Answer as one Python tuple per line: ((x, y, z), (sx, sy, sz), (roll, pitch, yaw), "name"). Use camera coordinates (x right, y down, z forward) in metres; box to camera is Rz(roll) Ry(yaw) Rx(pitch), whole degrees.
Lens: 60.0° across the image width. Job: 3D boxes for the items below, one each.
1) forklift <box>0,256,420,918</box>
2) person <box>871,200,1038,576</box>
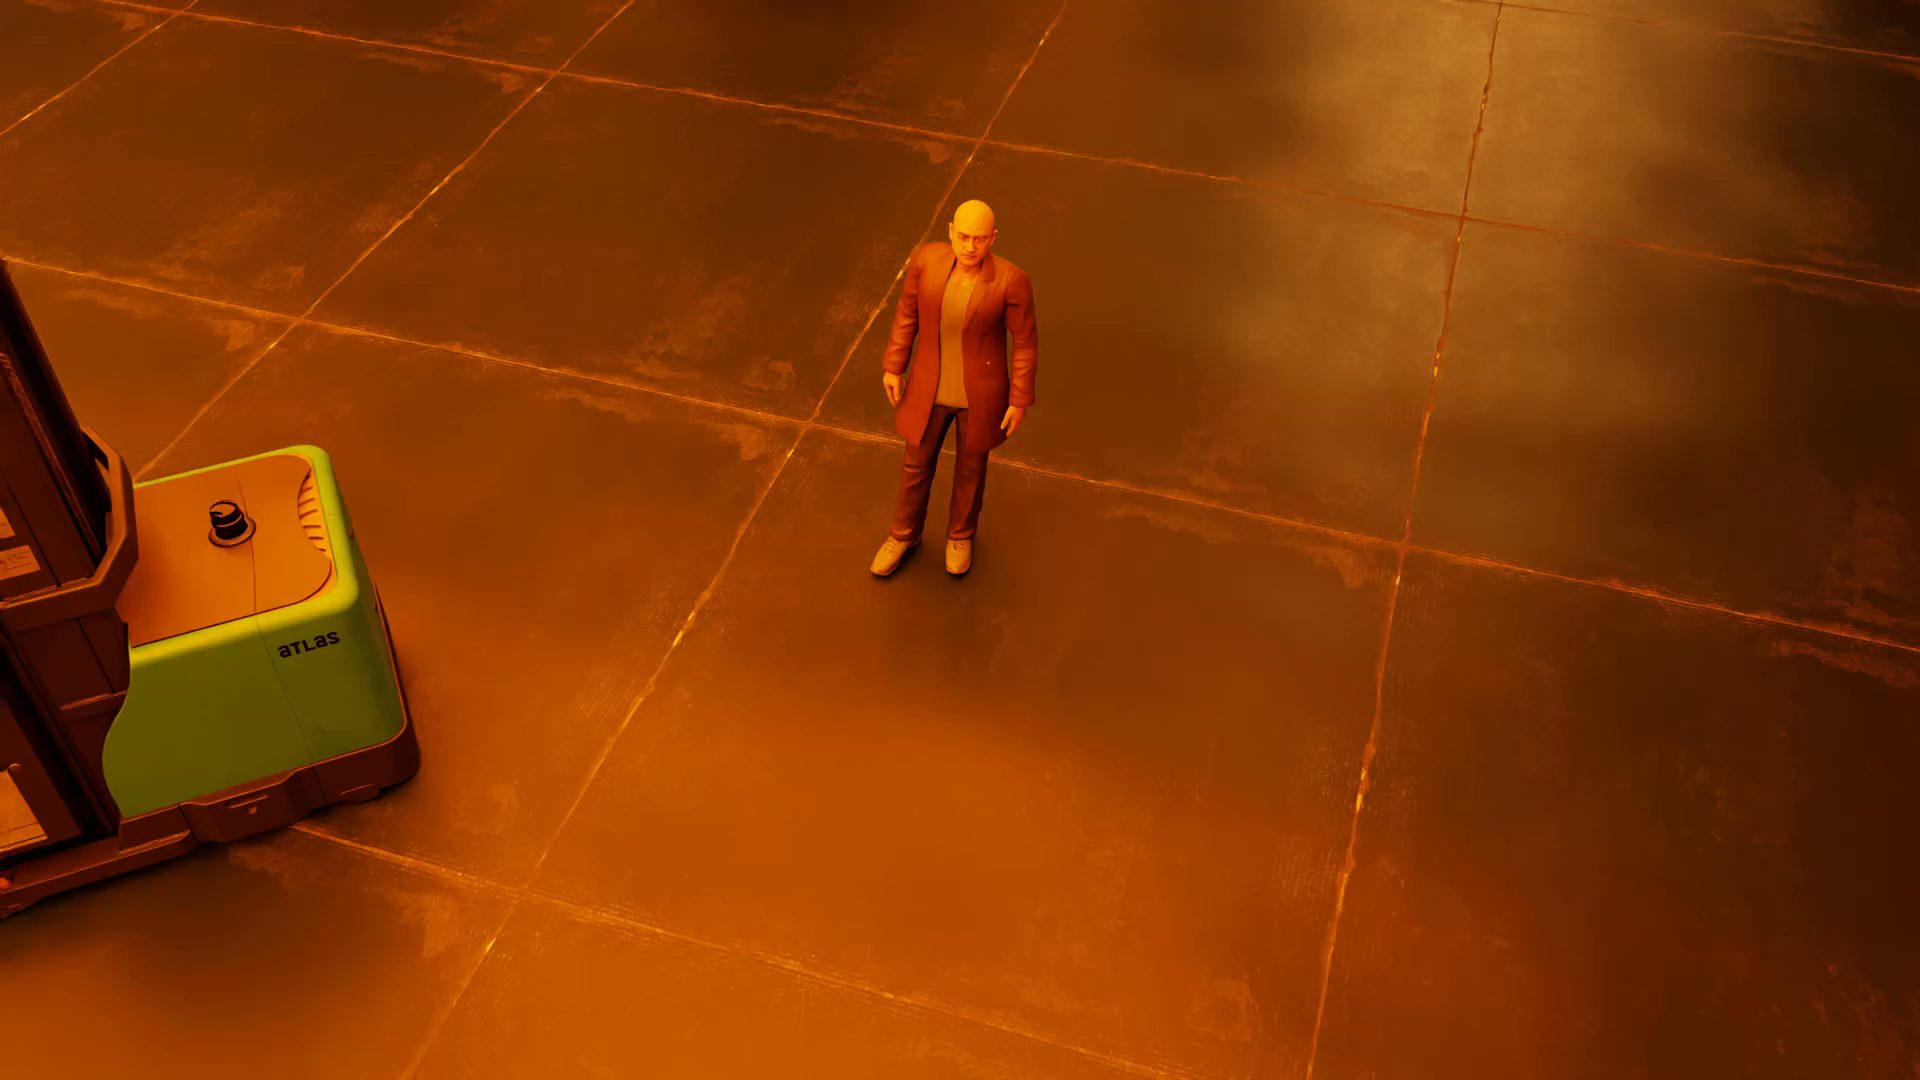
((-3.761, 0.004, 5.685), (3.031, 2.935, 1.130), (-16, 45, -17), "forklift")
((-0.032, -0.597, 7.167), (0.696, 1.778, 0.579), (12, 44, 13), "person")
